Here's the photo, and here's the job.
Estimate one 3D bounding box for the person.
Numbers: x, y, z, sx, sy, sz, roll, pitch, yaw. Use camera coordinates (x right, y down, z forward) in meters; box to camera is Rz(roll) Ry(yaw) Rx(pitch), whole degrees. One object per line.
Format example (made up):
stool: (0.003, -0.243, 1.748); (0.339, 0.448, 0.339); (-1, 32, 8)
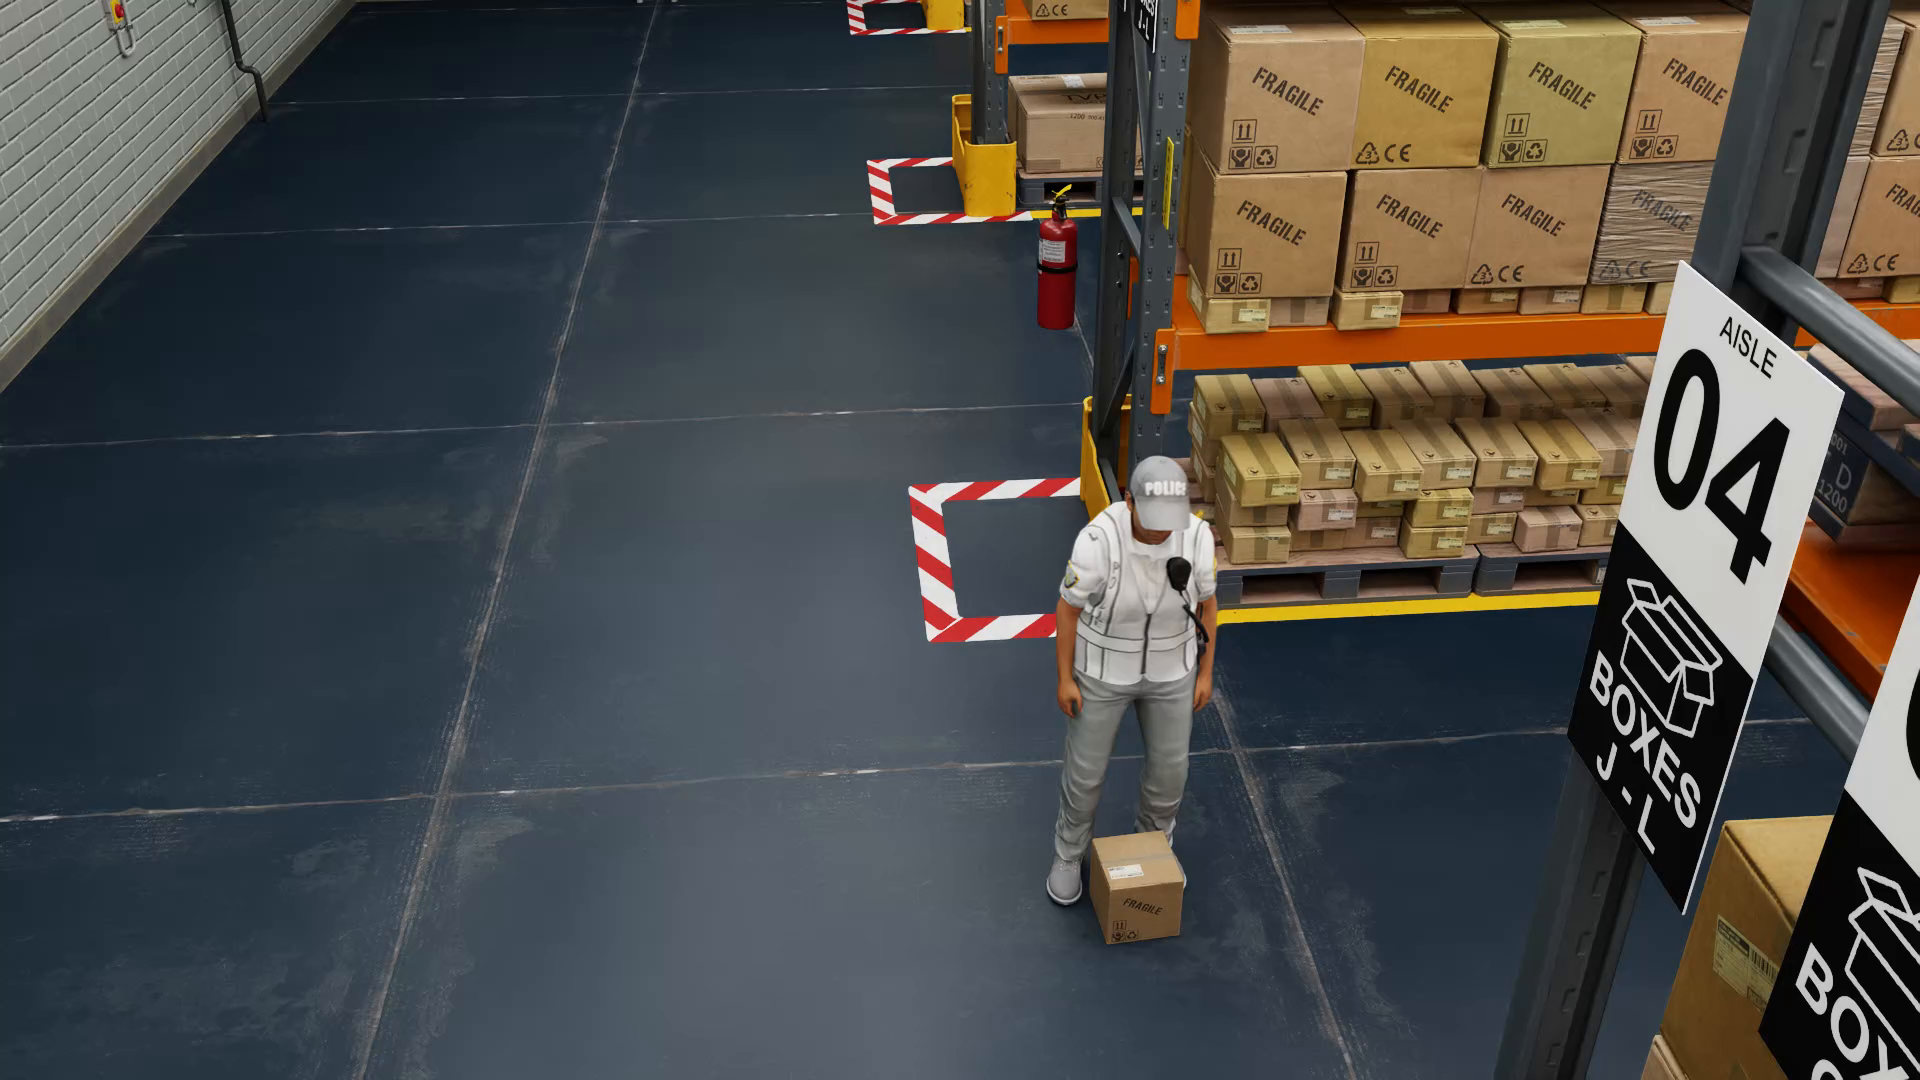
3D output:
person: (0.561, 0.447, 5.392); (0.542, 1.666, 0.470); (-3, 31, -5)
